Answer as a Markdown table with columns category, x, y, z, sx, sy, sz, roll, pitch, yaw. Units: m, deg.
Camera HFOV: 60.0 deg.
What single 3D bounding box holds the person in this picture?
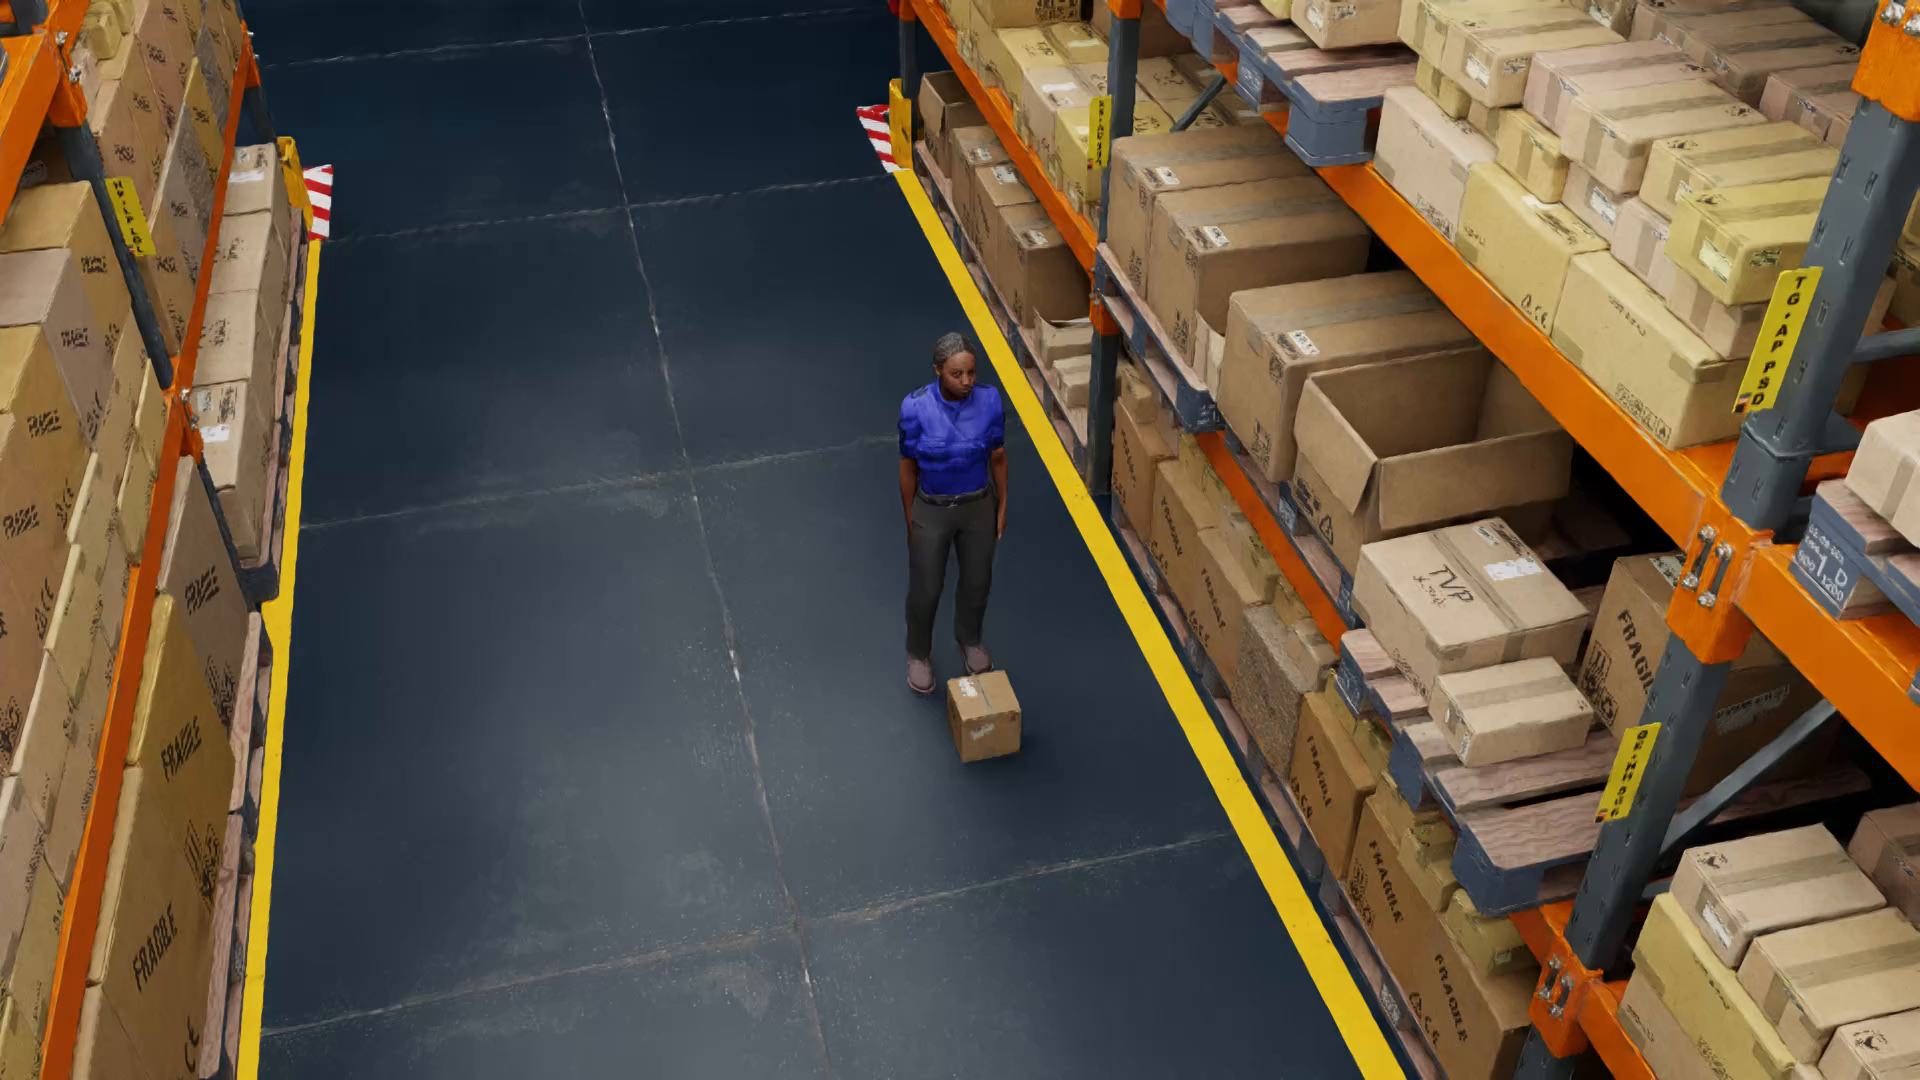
| category | x | y | z | sx | sy | sz | roll | pitch | yaw |
| --- | --- | --- | --- | --- | --- | --- | --- | --- | --- |
| person | -0.020 | -0.106 | 6.852 | 0.469 | 1.658 | 0.355 | -9 | 39 | -11 |
